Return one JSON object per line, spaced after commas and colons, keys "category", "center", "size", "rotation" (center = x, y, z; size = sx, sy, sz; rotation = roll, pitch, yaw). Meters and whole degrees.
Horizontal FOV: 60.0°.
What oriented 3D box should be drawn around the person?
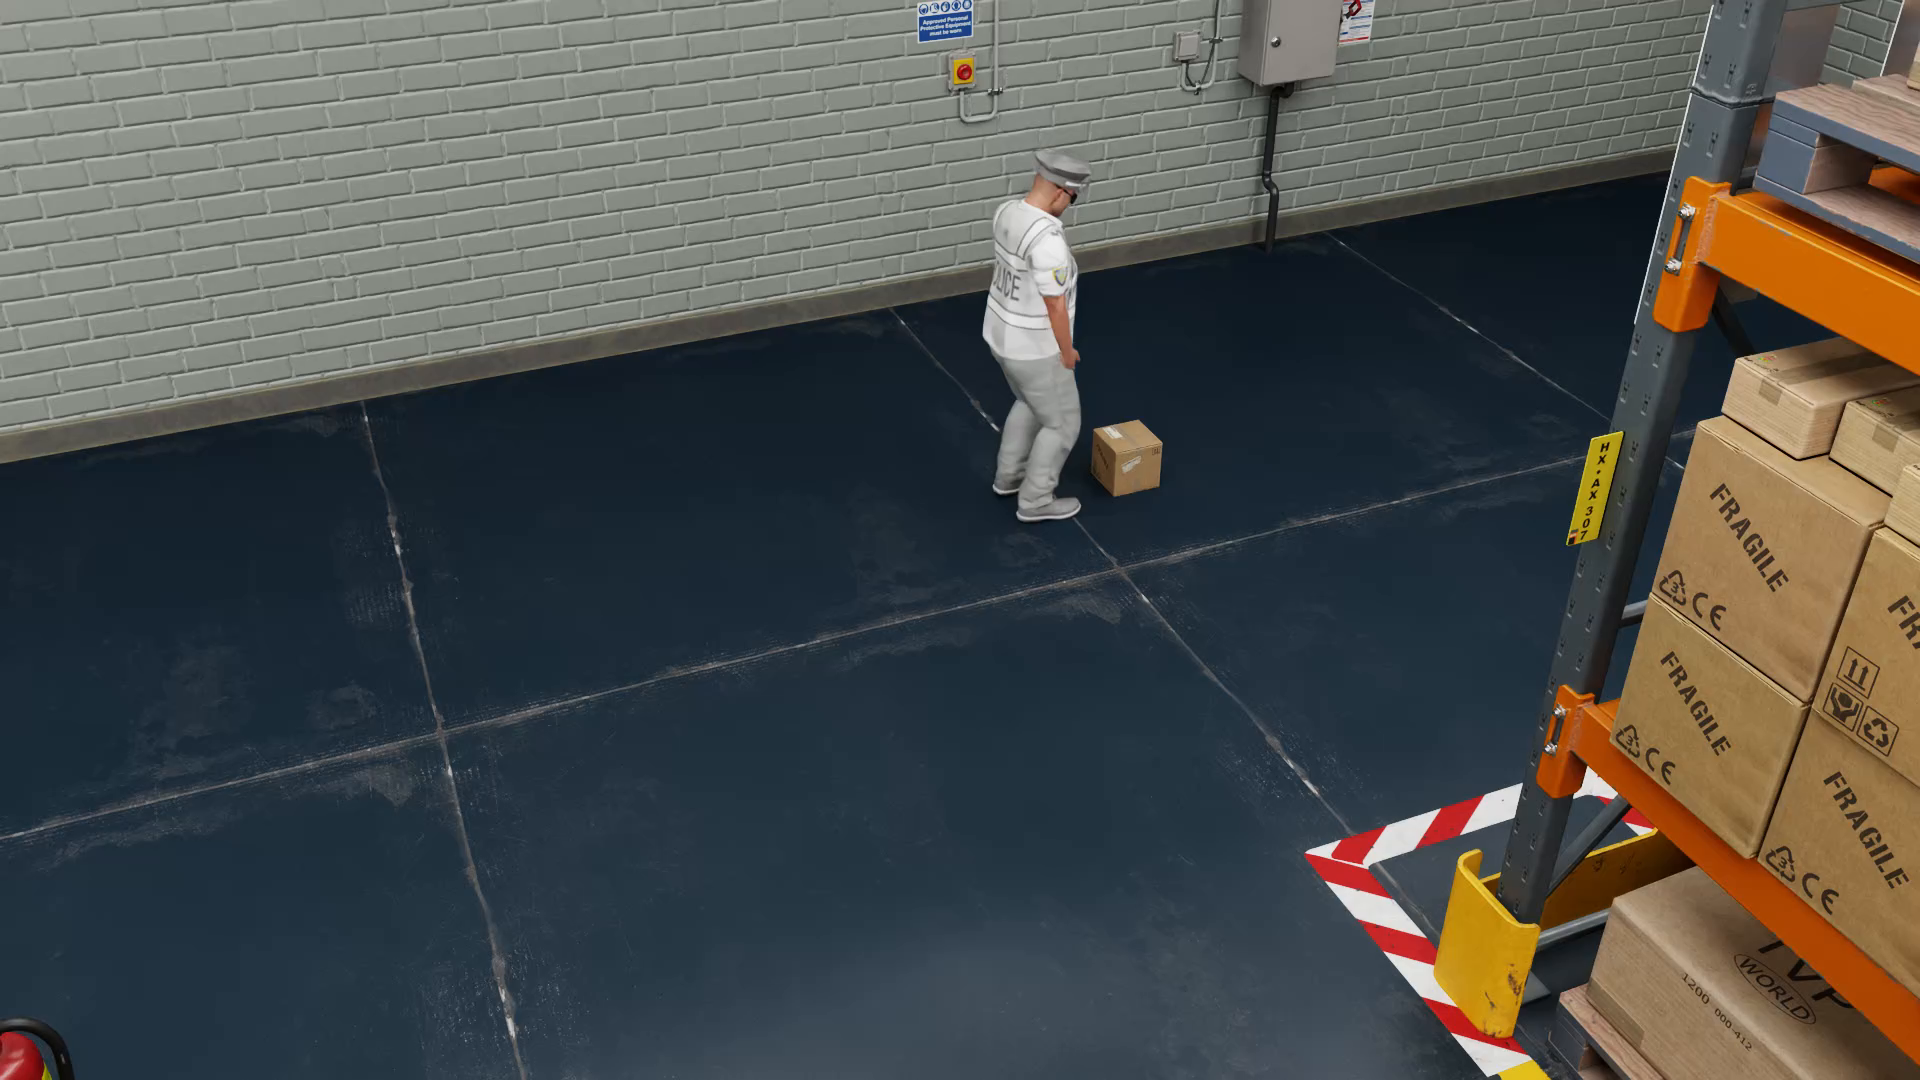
{"category": "person", "center": [0.343, -0.915, 7.572], "size": [0.457, 1.716, 0.550], "rotation": [-12, 35, -18]}
